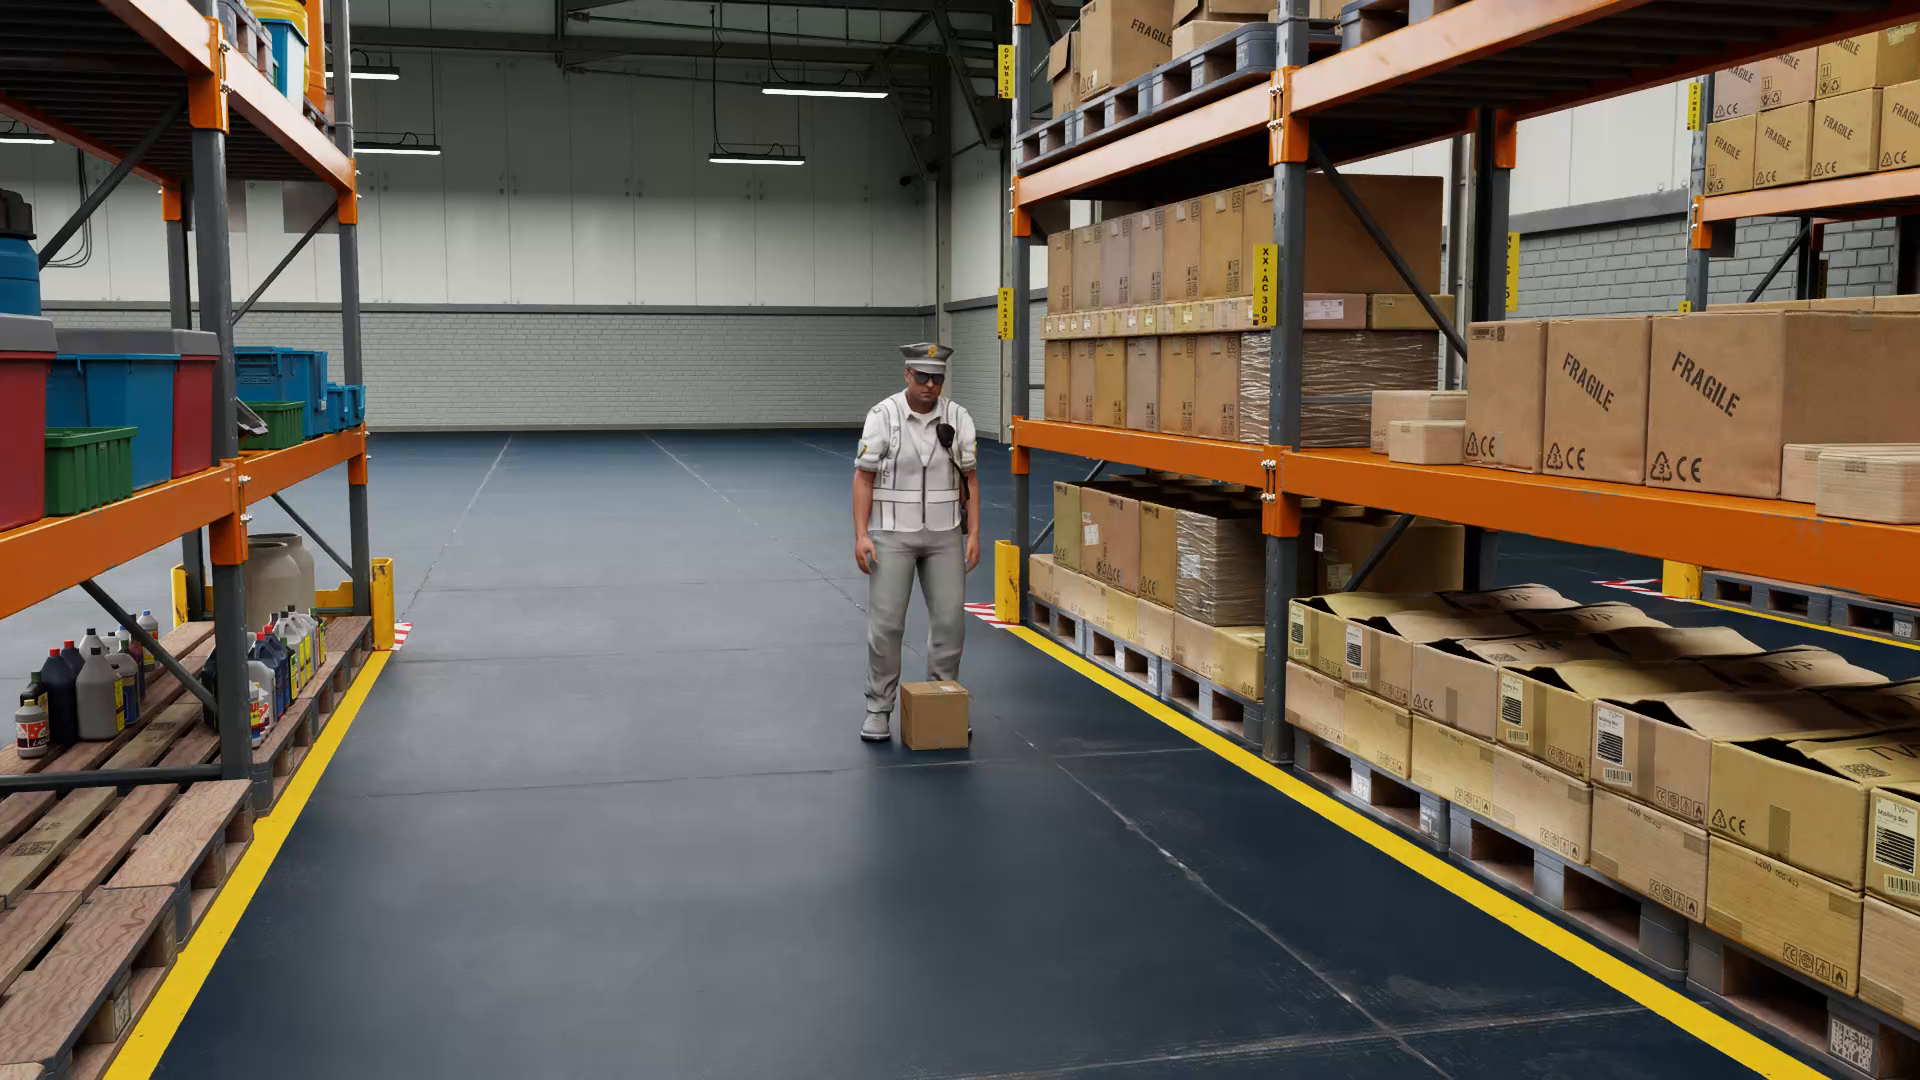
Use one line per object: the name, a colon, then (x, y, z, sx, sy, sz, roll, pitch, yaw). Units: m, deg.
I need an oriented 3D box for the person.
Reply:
person: (-0.193, -0.007, 7.474, 0.585, 1.747, 0.439, -1, 6, -14)
